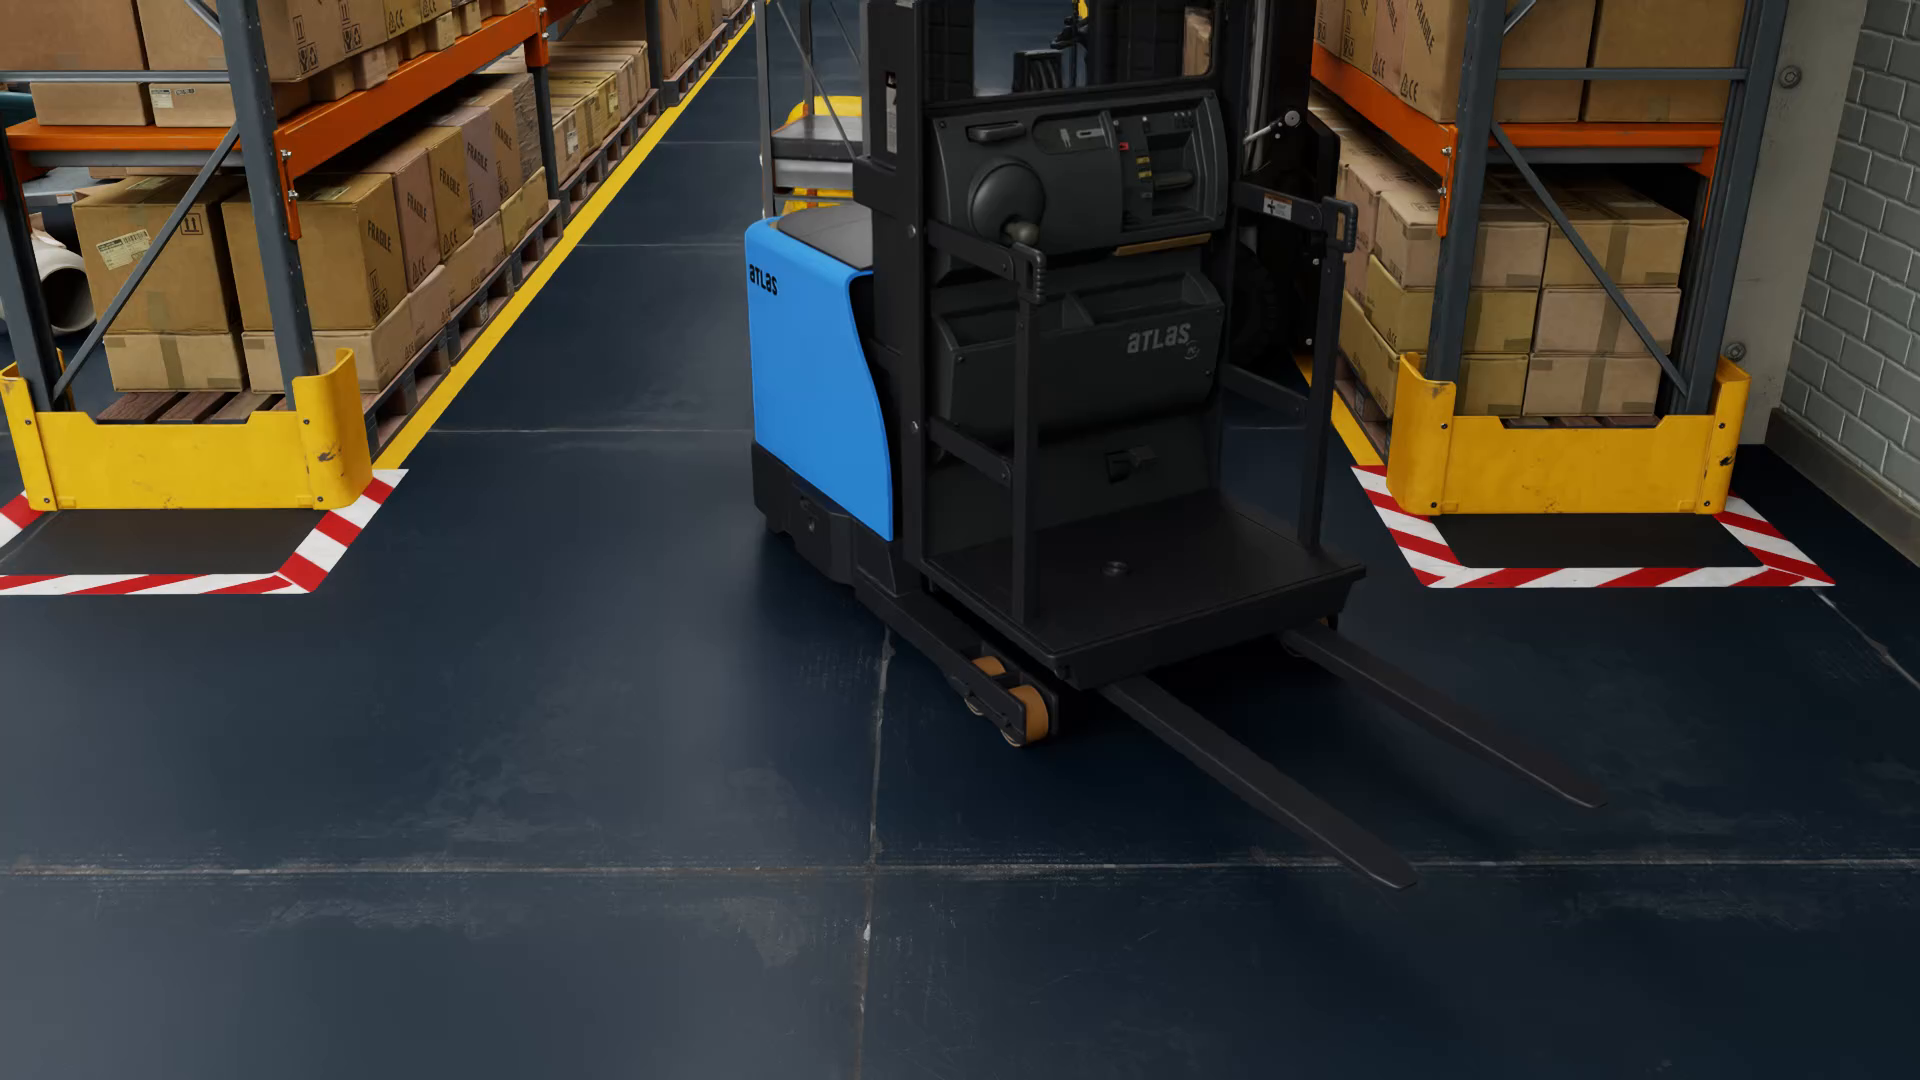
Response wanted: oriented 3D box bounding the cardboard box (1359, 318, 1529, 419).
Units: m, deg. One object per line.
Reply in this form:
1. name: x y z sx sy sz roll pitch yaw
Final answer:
1. cardboard box: 1.853 -0.669 6.415 0.500 0.250 0.500 0 24 0

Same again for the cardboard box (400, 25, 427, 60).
1. cardboard box: -2.554 -2.183 7.241 0.380 0.149 0.250 -1 24 -2

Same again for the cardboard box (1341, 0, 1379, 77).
1. cardboard box: 1.904 -2.210 6.875 0.500 0.500 0.500 -1 24 -2

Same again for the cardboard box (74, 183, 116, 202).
1. cardboard box: -4.182 -1.577 8.627 0.500 0.500 0.500 19 30 35

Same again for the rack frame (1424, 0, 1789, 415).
1. rack frame: 2.174 -1.538 5.510 1.000 3.000 0.127 0 24 -1

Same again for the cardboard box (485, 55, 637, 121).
1. cardboard box: -2.864 -3.268 12.014 0.950 0.372 0.625 -1 24 -2

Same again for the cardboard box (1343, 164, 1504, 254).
1. cardboard box: 1.846 -1.331 6.666 0.500 0.250 0.500 0 24 0

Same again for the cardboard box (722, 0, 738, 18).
1. cardboard box: -2.820 -5.742 17.405 0.875 0.438 0.875 -1 24 -1

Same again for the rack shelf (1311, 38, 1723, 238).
1. rack shelf: 2.152 -2.034 7.481 1.077 0.370 4.000 0 24 -1

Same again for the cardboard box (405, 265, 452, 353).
1. cardboard box: -2.519 -0.997 7.141 0.500 0.250 0.500 1 24 1

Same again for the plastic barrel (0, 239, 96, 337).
1. plastic barrel: -4.326 -1.185 7.855 0.512 0.421 0.421 19 30 35

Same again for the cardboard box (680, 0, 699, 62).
1. cardboard box: -2.806 -4.686 14.541 0.875 0.875 0.875 0 24 0

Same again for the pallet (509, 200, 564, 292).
1. pallet: -2.790 -1.615 9.065 1.003 0.211 1.213 0 24 -1

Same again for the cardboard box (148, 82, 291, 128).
1. cardboard box: -2.586 -1.541 5.821 0.380 0.149 0.250 0 24 0

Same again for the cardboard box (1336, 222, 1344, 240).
1. cardboard box: 1.835 -1.323 7.255 0.500 0.250 0.500 -1 24 -2

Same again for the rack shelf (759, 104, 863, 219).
1. rack shelf: -0.439 -1.275 6.055 0.431 0.518 0.480 6 25 12

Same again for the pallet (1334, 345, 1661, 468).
1. pallet: 2.124 -0.582 6.781 1.003 0.211 1.213 0 24 -1

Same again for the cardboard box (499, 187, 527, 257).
1. cardboard box: -2.542 -1.639 8.561 0.500 0.250 0.500 -1 24 -2

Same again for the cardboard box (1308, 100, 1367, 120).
1. cardboard box: 1.834 -1.964 8.066 0.500 0.250 0.500 1 24 1

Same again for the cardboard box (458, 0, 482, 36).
1. cardboard box: -2.510 -2.498 7.938 0.380 0.149 0.250 -1 24 -1

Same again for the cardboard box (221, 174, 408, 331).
1. cardboard box: -2.522 -1.138 6.543 0.500 0.500 0.500 -1 24 -2

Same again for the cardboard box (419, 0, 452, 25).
1. cardboard box: -2.546 -2.524 7.209 0.500 0.500 0.500 -1 24 -2

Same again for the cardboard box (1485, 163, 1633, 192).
1. cardboard box: 2.349 -1.337 6.679 0.500 0.250 0.500 0 24 0

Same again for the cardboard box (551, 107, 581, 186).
1. cardboard box: -2.841 -2.372 10.035 0.950 0.372 0.625 0 24 0

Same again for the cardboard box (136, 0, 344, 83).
1. cardboard box: -2.517 -1.892 5.810 0.500 0.500 0.500 -1 24 -1

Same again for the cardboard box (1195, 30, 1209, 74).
1. cardboard box: 2.103 -3.140 11.425 0.875 0.625 0.625 -1 24 -3

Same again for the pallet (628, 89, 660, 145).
1. pallet: -2.869 -3.218 12.609 1.003 0.211 1.213 0 24 -1

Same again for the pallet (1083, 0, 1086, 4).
1. pallet: 2.010 -6.500 19.867 1.003 0.211 1.213 0 24 -1

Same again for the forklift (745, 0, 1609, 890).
1. forklift: 0.456 -0.993 4.388 1.130 2.935 3.031 -14 28 -28

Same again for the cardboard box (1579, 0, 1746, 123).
1. cardboard box: 2.446 -1.789 5.944 0.500 0.500 0.500 1 24 1

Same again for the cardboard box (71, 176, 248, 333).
1. cardboard box: -3.059 -1.123 6.511 0.500 0.500 0.500 0 24 0

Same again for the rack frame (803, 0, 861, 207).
1. rack frame: -0.384 -1.386 6.266 0.400 2.100 0.015 6 25 12

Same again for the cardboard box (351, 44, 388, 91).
1. cardboard box: -2.481 -1.859 6.525 0.380 0.149 0.250 0 24 0

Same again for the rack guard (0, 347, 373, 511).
1. rack guard: -2.790 -0.406 6.042 1.175 0.500 0.348 0 24 -1

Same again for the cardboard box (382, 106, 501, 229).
1. cardboard box: -2.544 -1.780 7.963 0.500 0.500 0.500 1 24 2

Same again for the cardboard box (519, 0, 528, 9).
1. cardboard box: -2.524 -2.917 8.864 0.380 0.149 0.250 -1 24 -1

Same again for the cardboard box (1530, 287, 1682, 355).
1. cardboard box: 2.377 -0.899 6.318 0.500 0.250 0.500 0 24 0

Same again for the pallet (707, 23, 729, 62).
1. pallet: -2.836 -4.871 16.263 1.003 0.211 1.213 0 24 -1

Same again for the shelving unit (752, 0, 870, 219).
1. shelving unit: -0.439 -1.288 6.049 0.431 2.100 0.503 6 25 12
